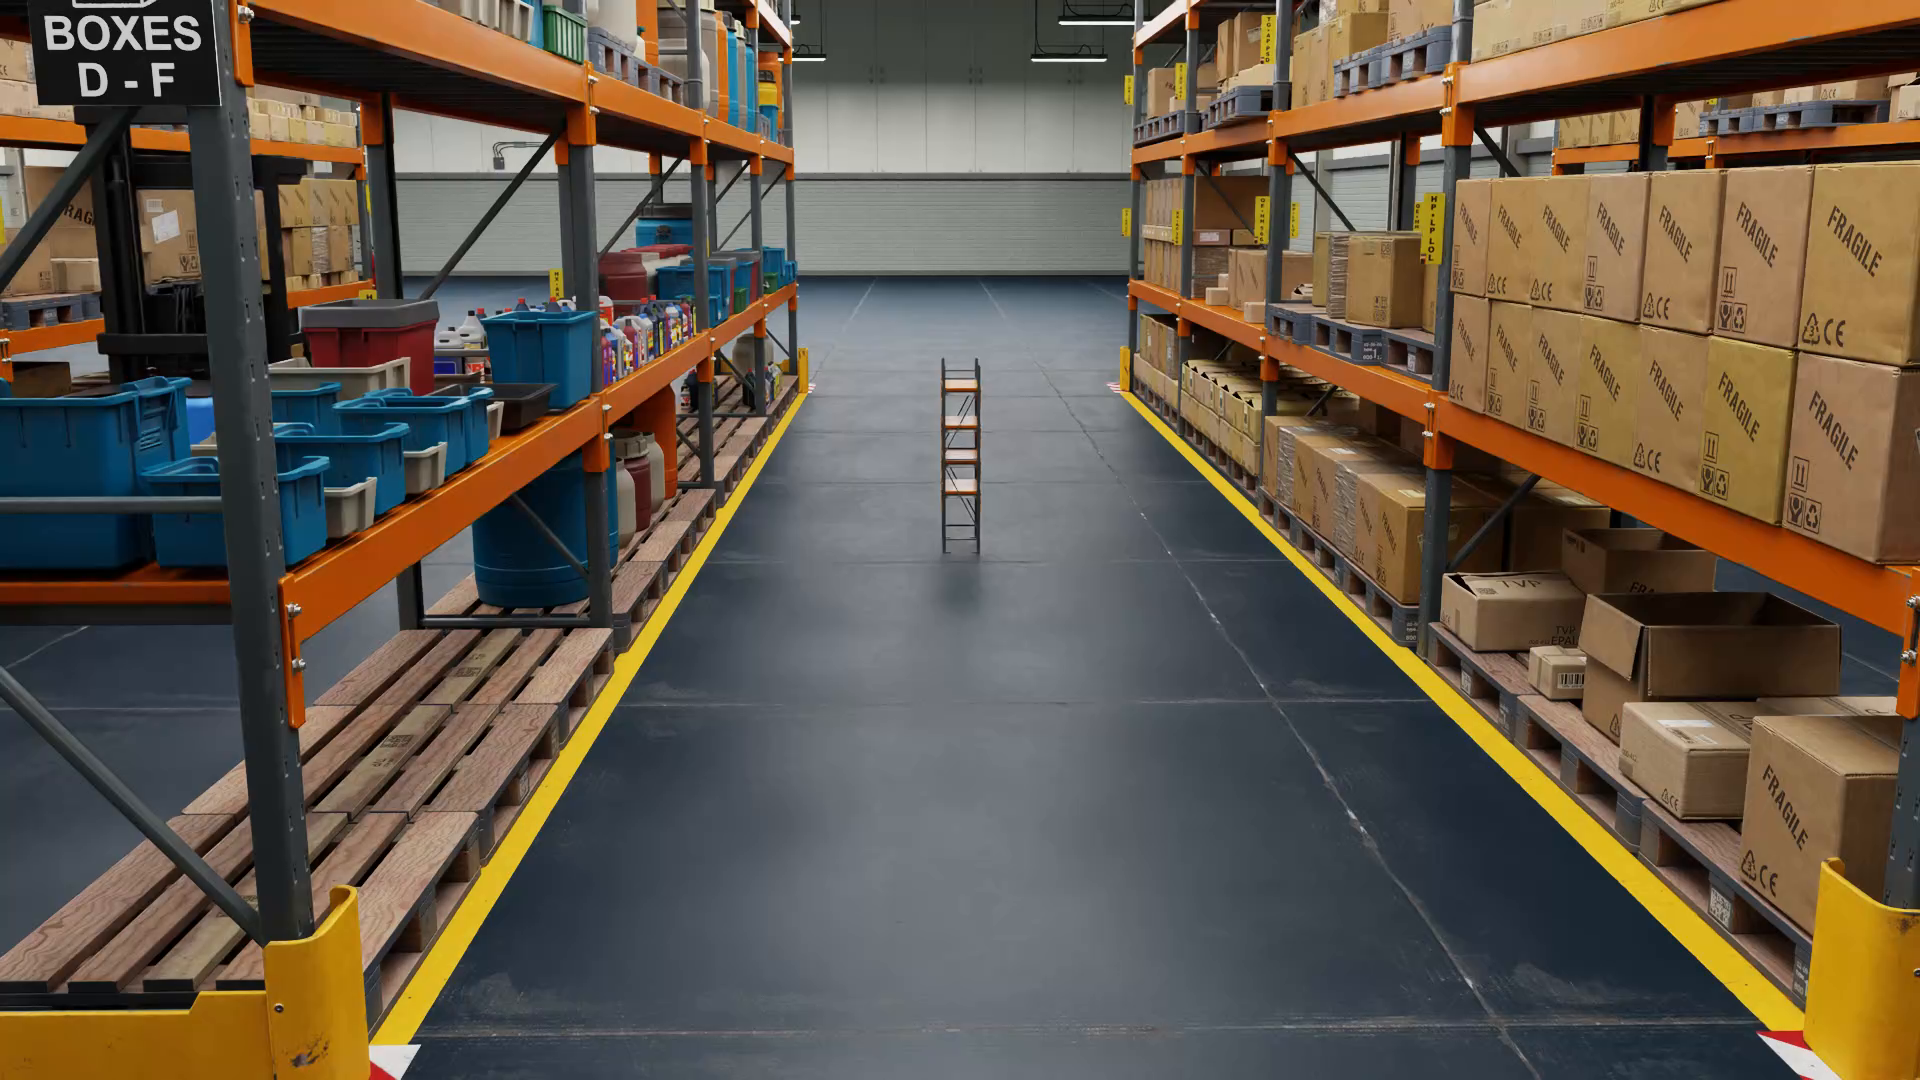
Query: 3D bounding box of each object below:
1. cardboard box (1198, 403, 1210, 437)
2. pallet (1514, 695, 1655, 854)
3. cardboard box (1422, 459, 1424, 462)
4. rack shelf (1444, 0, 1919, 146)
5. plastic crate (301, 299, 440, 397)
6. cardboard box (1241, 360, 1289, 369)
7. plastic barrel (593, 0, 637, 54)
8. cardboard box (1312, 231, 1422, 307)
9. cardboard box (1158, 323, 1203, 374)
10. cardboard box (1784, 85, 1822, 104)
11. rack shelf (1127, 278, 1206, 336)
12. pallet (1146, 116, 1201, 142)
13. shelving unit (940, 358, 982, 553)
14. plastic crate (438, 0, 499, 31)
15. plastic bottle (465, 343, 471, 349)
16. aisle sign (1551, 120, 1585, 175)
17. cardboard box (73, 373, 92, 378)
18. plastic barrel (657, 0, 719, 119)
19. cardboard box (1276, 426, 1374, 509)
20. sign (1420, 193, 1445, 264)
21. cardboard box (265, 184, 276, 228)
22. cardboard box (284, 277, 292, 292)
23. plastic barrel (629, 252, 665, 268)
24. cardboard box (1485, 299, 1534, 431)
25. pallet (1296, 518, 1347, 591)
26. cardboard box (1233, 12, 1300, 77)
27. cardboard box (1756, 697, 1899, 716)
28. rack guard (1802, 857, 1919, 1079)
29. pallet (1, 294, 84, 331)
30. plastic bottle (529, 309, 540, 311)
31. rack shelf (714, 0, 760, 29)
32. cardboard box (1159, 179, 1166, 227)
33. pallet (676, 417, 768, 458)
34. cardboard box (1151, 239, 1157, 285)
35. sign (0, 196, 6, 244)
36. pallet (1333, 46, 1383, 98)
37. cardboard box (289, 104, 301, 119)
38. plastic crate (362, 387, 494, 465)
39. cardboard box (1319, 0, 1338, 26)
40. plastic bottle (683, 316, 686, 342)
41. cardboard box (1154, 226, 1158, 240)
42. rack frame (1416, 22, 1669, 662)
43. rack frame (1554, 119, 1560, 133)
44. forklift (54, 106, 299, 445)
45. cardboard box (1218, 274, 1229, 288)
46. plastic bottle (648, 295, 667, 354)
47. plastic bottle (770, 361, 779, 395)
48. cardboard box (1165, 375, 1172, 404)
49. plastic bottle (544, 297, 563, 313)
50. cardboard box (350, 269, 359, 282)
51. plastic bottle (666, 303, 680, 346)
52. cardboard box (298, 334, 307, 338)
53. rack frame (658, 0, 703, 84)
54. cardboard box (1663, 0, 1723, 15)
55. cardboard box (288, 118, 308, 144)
[{"bbox_3d":[2.378,-1.050,14.550,0.500,0.250,0.500,-1,11,-3],"label":"cardboard box"},{"bbox_3d":[2.802,0.859,6.295,1.003,0.211,1.213,0,11,-1],"label":"pallet"},{"bbox_3d":[2.969,-0.180,9.584,0.500,0.500,0.500,0,11,0],"label":"cardboard box"},{"bbox_3d":[2.802,-1.607,5.702,1.077,0.370,4.000,0,11,-1],"label":"rack shelf"},{"bbox_3d":[-2.424,-0.750,6.900,0.402,0.464,0.583,0,11,-1],"label":"plastic crate"},{"bbox_3d":[2.890,-1.531,15.512,0.500,0.311,0.500,0,11,-1],"label":"cardboard box"},{"bbox_3d":[-2.088,-3.054,9.624,0.433,0.535,0.433,0,11,0],"label":"plastic barrel"},{"bbox_3d":[2.803,-1.813,11.141,0.700,0.500,0.500,-4,12,-20],"label":"cardboard box"},{"bbox_3d":[2.354,-1.993,17.314,0.500,0.500,0.500,0,11,-1],"label":"cardboard box"},{"bbox_3d":[7.491,-3.899,14.359,0.500,0.311,0.500,0,11,1],"label":"cardboard box"},{"bbox_3d":[2.554,-2.523,17.758,1.077,0.370,4.000,0,11,-1],"label":"rack shelf"},{"bbox_3d":[2.529,-4.316,17.465,1.003,0.211,1.213,0,11,-1],"label":"pallet"},{"bbox_3d":[0.003,-0.555,10.778,0.258,1.200,0.503,0,11,-1],"label":"shelving unit"},{"bbox_3d":[-1.847,-1.926,5.764,0.437,0.282,0.530,0,11,-1],"label":"plastic crate"},{"bbox_3d":[-2.495,-0.897,8.436,0.097,0.201,0.097,0,11,0],"label":"plastic bottle"},{"bbox_3d":[7.163,-4.581,19.556,0.394,0.787,0.004,0,11,-1],"label":"aisle sign"},{"bbox_3d":[-7.327,-1.211,14.665,0.700,0.500,0.500,0,11,-2],"label":"cardboard box"},{"bbox_3d":[-2.075,-3.543,12.172,0.600,0.901,0.600,0,11,0],"label":"plastic barrel"},{"bbox_3d":[2.418,-0.477,11.048,0.500,0.500,0.500,-1,11,-3],"label":"cardboard box"},{"bbox_3d":[2.205,-1.452,7.759,0.100,0.325,0.005,0,11,-1],"label":"sign"},{"bbox_3d":[-7.076,-3.312,16.327,0.500,0.500,0.500,0,11,-1],"label":"cardboard box"},{"bbox_3d":[-7.064,-2.607,16.996,0.380,0.149,0.250,0,11,-1],"label":"cardboard box"},{"bbox_3d":[-2.518,-2.005,13.116,0.421,0.512,0.421,0,11,0],"label":"plastic barrel"},{"bbox_3d":[2.512,-0.732,6.872,0.500,0.500,0.500,0,11,0],"label":"cardboard box"},{"bbox_3d":[2.677,0.075,10.160,1.003,0.211,1.213,0,11,-1],"label":"pallet"},{"bbox_3d":[2.603,-4.212,14.165,0.500,0.500,0.500,1,12,4],"label":"cardboard box"},{"bbox_3d":[3.095,0.732,5.717,0.500,0.250,0.500,0,11,-1],"label":"cardboard box"},{"bbox_3d":[2.841,1.118,4.292,1.175,0.500,0.348,0,11,-1],"label":"rack guard"},{"bbox_3d":[-7.348,-1.690,12.326,1.213,0.211,1.003,0,11,-1],"label":"pallet"},{"bbox_3d":[-2.560,-1.239,9.934,0.152,0.276,0.135,0,11,-1],"label":"plastic bottle"},{"bbox_3d":[-2.316,-4.452,13.186,1.077,0.370,4.000,0,11,-1],"label":"rack shelf"},{"bbox_3d":[2.538,-3.649,17.989,0.700,0.500,0.500,0,11,-1],"label":"cardboard box"},{"bbox_3d":[-2.302,-0.935,15.139,1.003,0.211,1.213,0,11,-1],"label":"pallet"},{"bbox_3d":[2.525,-3.125,18.664,0.700,0.500,0.500,0,11,0],"label":"cardboard box"},{"bbox_3d":[-6.672,-2.213,11.510,0.100,0.325,0.005,0,11,-1],"label":"sign"},{"bbox_3d":[2.792,-2.601,9.266,1.213,0.211,1.003,0,11,-1],"label":"pallet"},{"bbox_3d":[-7.095,-4.457,17.316,0.380,0.149,0.250,-1,11,-4],"label":"cardboard box"},{"bbox_3d":[-1.819,-0.392,5.716,0.416,0.233,0.300,0,11,-1],"label":"plastic crate"},{"bbox_3d":[2.680,-3.605,10.973,0.500,0.500,0.500,0,11,-1],"label":"cardboard box"},{"bbox_3d":[-1.849,-1.399,10.908,0.097,0.201,0.097,0,11,0],"label":"plastic bottle"},{"bbox_3d":[2.328,-3.356,18.172,0.380,0.149,0.250,-1,11,-3],"label":"cardboard box"},{"bbox_3d":[2.760,-0.887,7.889,1.000,3.000,0.127,0,11,-1],"label":"rack frame"},{"bbox_3d":[7.465,-6.234,19.154,1.000,3.000,0.127,0,11,-1],"label":"rack frame"},{"bbox_3d":[-4.933,-1.444,10.803,1.130,2.935,3.031,-1,11,-4],"label":"forklift"},{"bbox_3d":[2.649,-2.306,15.261,0.500,0.250,0.500,0,11,2],"label":"cardboard box"},{"bbox_3d":[-1.855,-1.301,10.052,0.144,0.351,0.185,0,11,-1],"label":"plastic bottle"},{"bbox_3d":[-1.976,-1.697,17.433,0.144,0.351,0.185,0,11,1],"label":"plastic bottle"},{"bbox_3d":[2.366,-1.527,16.899,0.500,0.250,0.500,0,11,-1],"label":"cardboard box"},{"bbox_3d":[-2.412,-1.271,9.905,0.144,0.351,0.185,0,11,-1],"label":"plastic bottle"},{"bbox_3d":[-7.180,-3.054,19.199,0.380,0.149,0.250,0,11,-1],"label":"cardboard box"},{"bbox_3d":[-1.843,-1.375,10.615,0.097,0.271,0.097,0,11,0],"label":"plastic bottle"},{"bbox_3d":[-7.396,-2.089,19.044,0.500,0.500,0.500,2,12,9],"label":"cardboard box"},{"bbox_3d":[-2.275,-4.603,11.115,1.000,3.000,0.127,0,11,-1],"label":"rack frame"},{"bbox_3d":[2.546,-1.789,5.164,0.500,0.250,0.500,0,11,-1],"label":"cardboard box"},{"bbox_3d":[-7.097,-4.233,17.215,0.500,0.250,0.500,0,11,-2],"label":"cardboard box"}]
